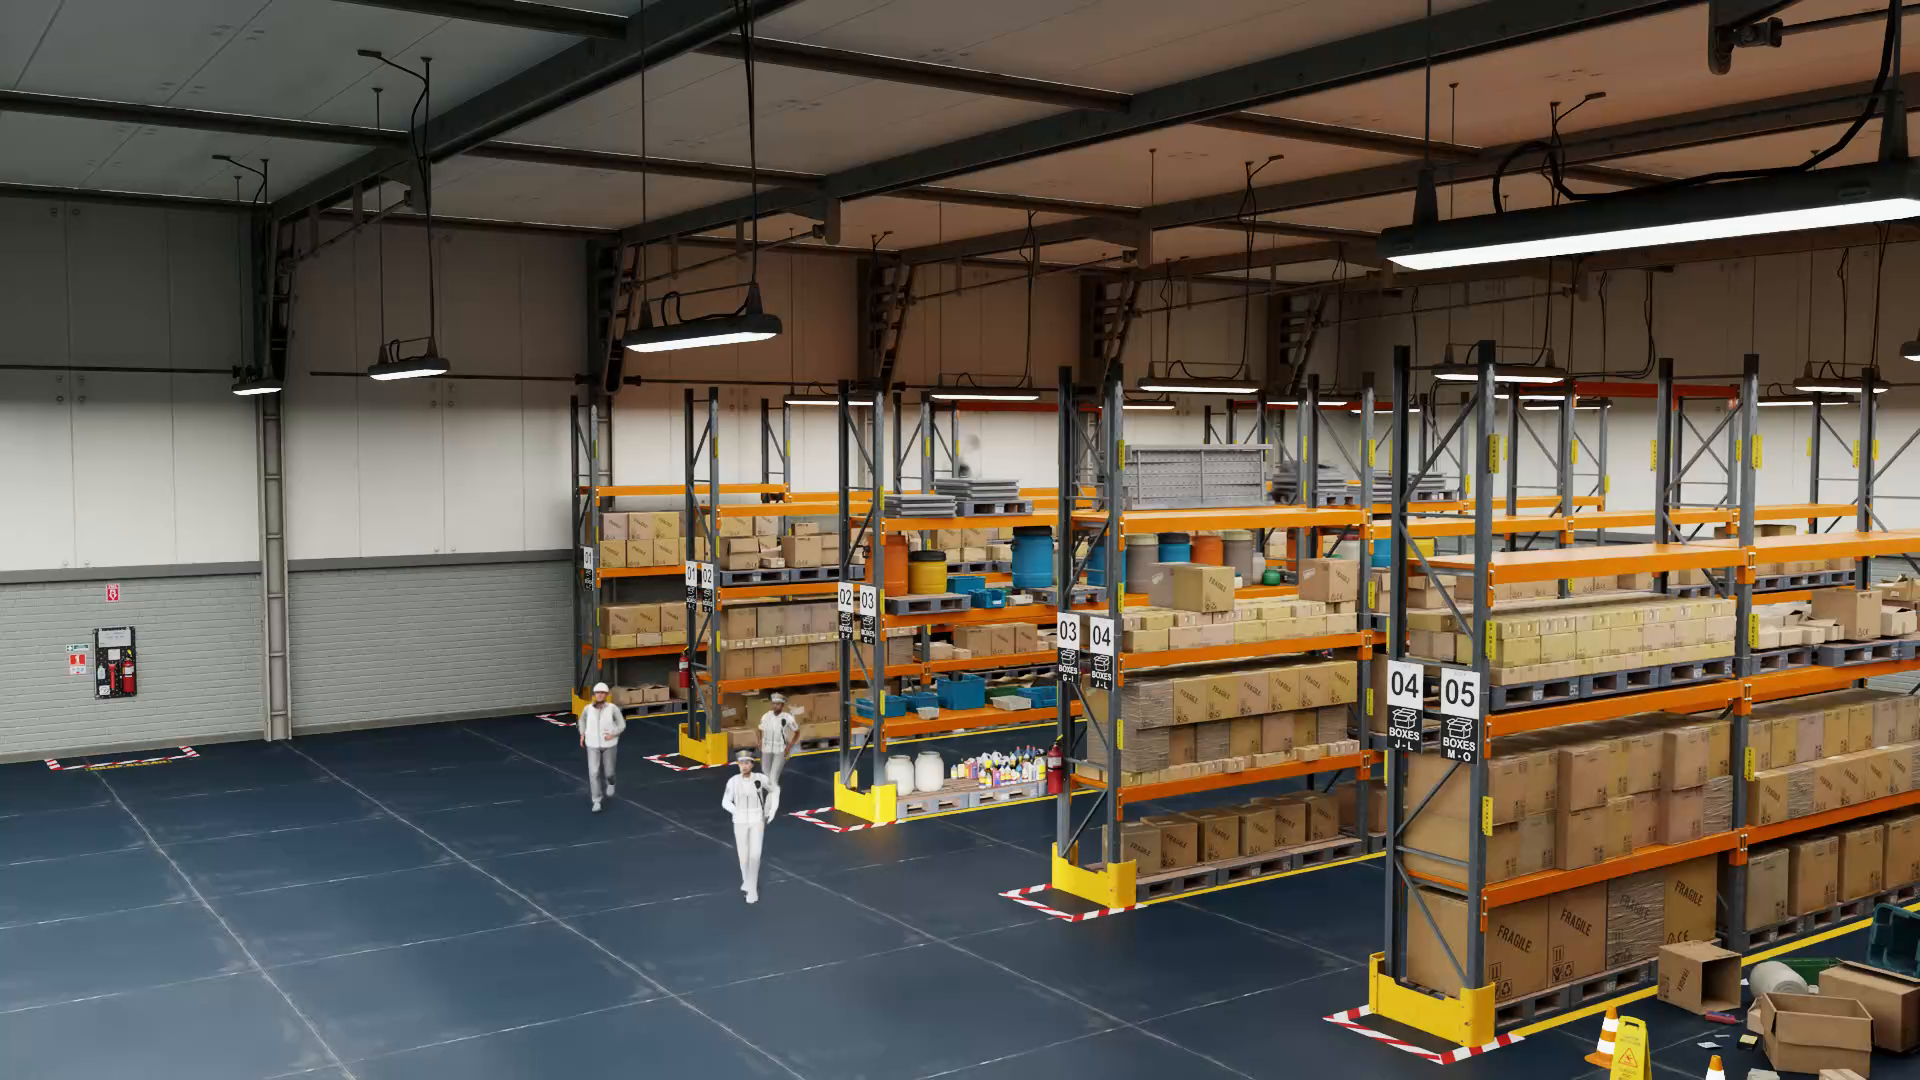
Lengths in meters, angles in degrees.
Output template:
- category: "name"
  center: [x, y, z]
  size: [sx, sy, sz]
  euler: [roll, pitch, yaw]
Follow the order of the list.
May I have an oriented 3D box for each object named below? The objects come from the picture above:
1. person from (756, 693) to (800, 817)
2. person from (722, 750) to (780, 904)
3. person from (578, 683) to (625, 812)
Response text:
- category: "person"
  center: [-2.531, 2.945, 23.069]
  size: [0.607, 1.683, 0.794]
  euler: [1, 4, 12]
- category: "person"
  center: [-2.366, 3.214, 18.736]
  size: [0.618, 1.708, 0.706]
  euler: [0, 3, 1]
- category: "person"
  center: [-5.035, 2.872, 23.344]
  size: [0.684, 1.750, 0.908]
  euler: [0, 3, -4]
